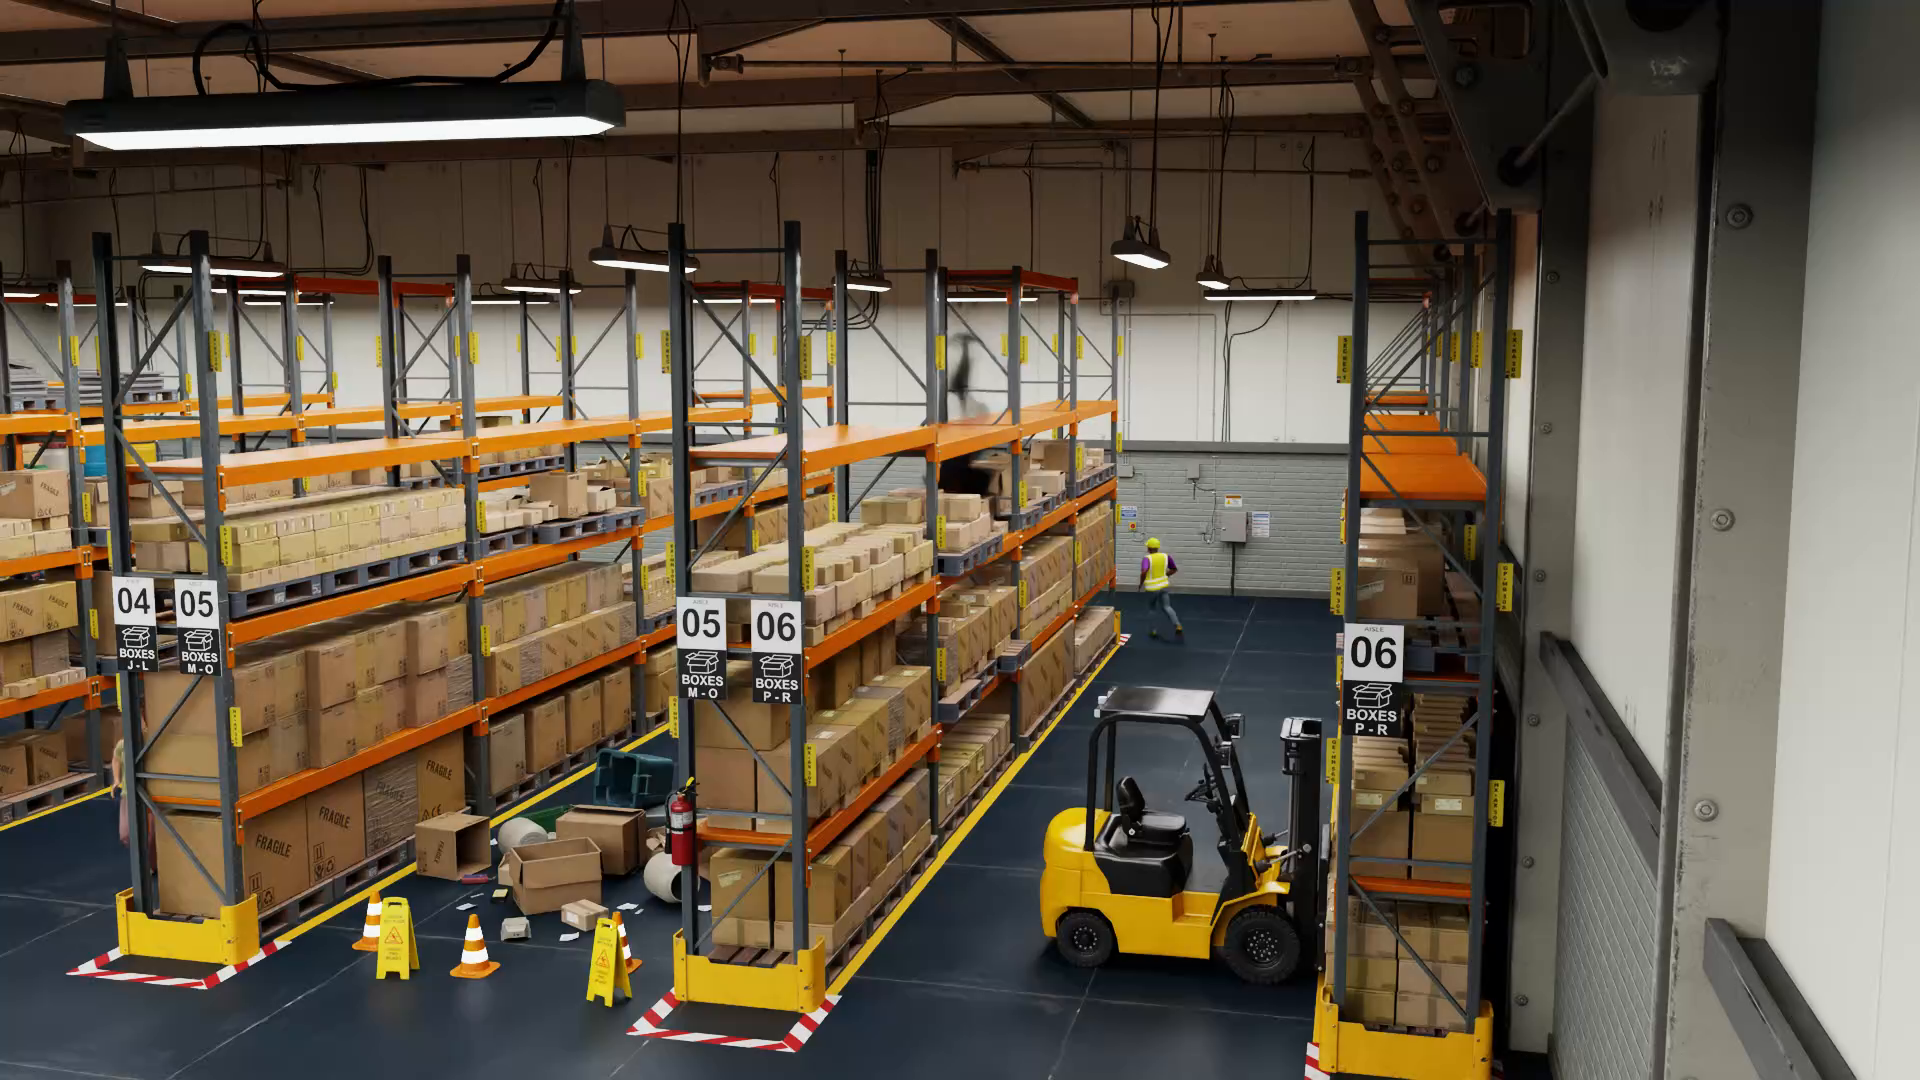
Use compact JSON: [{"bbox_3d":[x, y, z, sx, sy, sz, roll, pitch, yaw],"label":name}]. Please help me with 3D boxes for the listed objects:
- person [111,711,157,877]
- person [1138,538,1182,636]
[{"bbox_3d":[-7.819,2.435,15.877,0.580,1.624,0.545,-1,7,-10],"label":"person"},{"bbox_3d":[3.339,0.818,28.492,0.762,1.740,0.970,-3,7,-20],"label":"person"}]
